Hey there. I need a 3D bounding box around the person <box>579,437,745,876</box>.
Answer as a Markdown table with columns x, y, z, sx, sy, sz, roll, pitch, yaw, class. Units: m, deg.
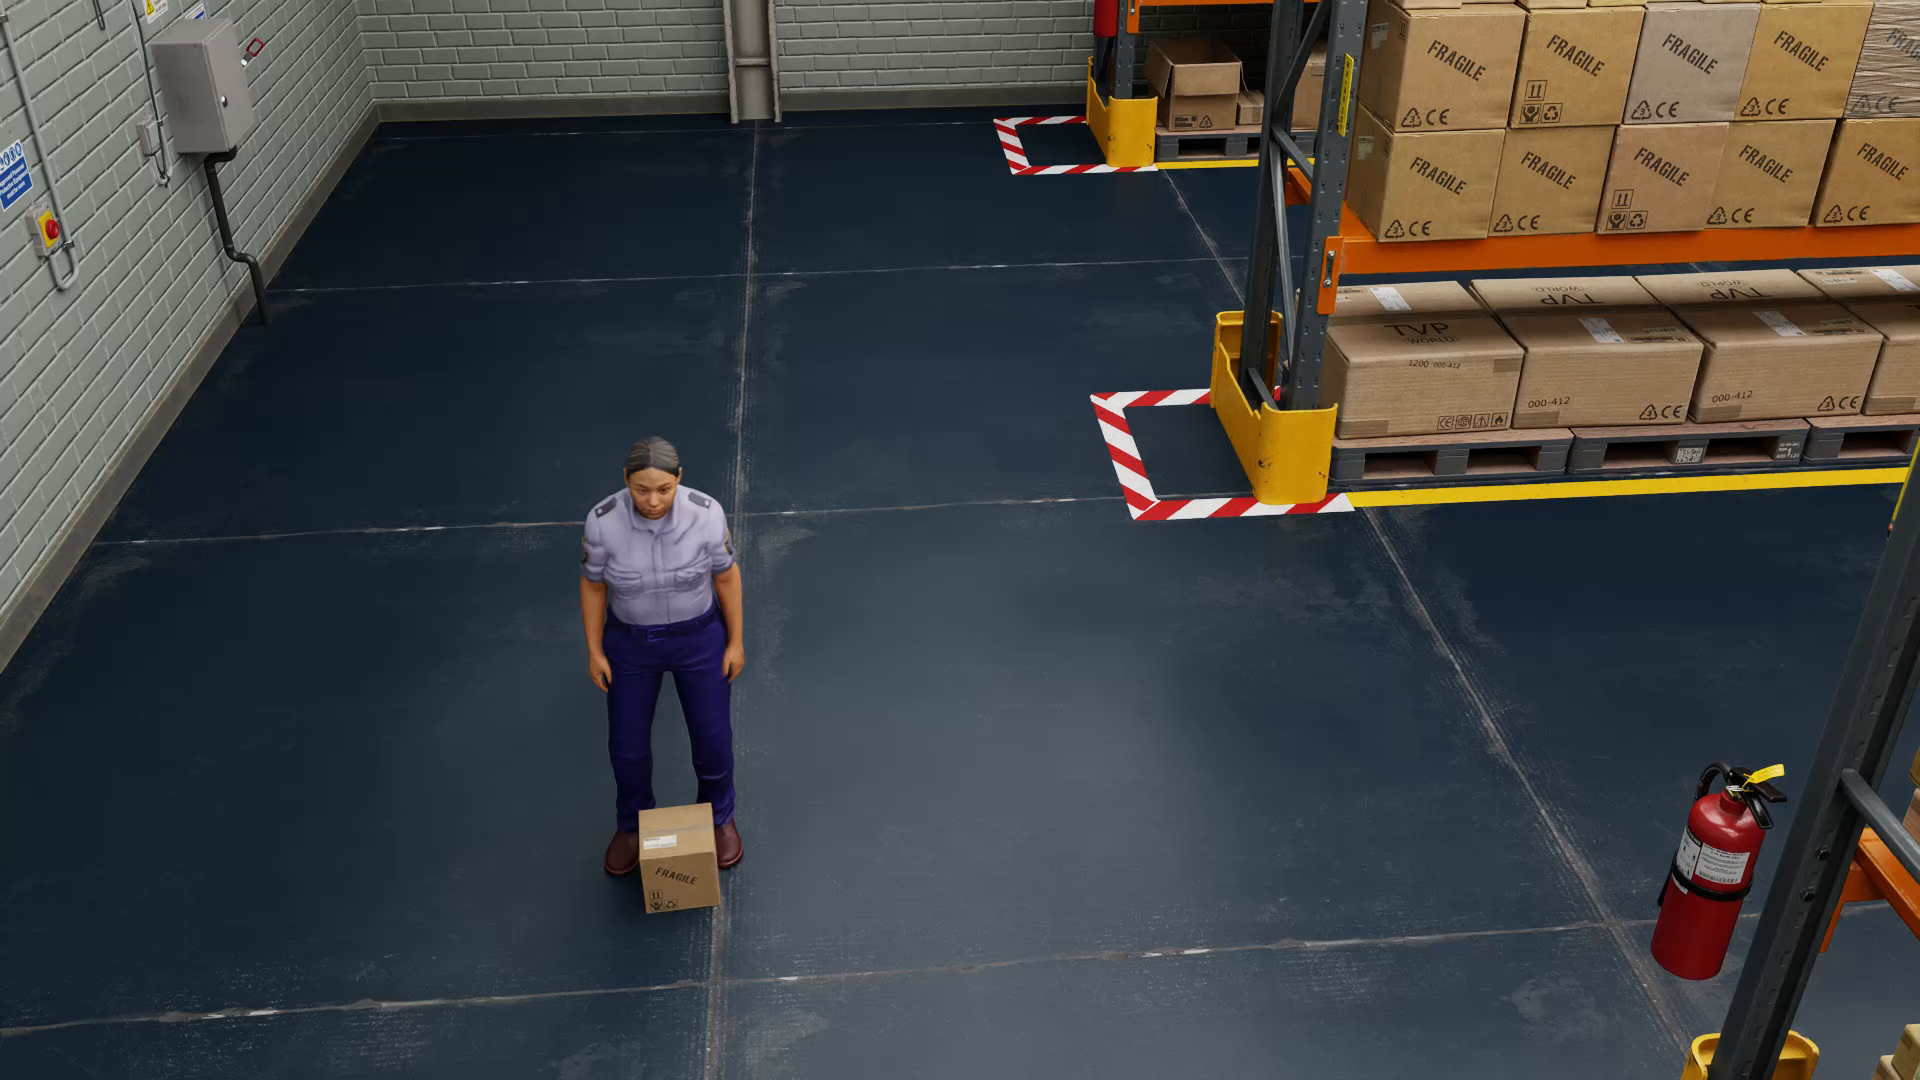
| x | y | z | sx | sy | sz | roll | pitch | yaw | class |
| --- | --- | --- | --- | --- | --- | --- | --- | --- | --- |
| -0.990 | 0.367 | 5.538 | 0.553 | 1.650 | 0.374 | -4 | 32 | -7 | person |
